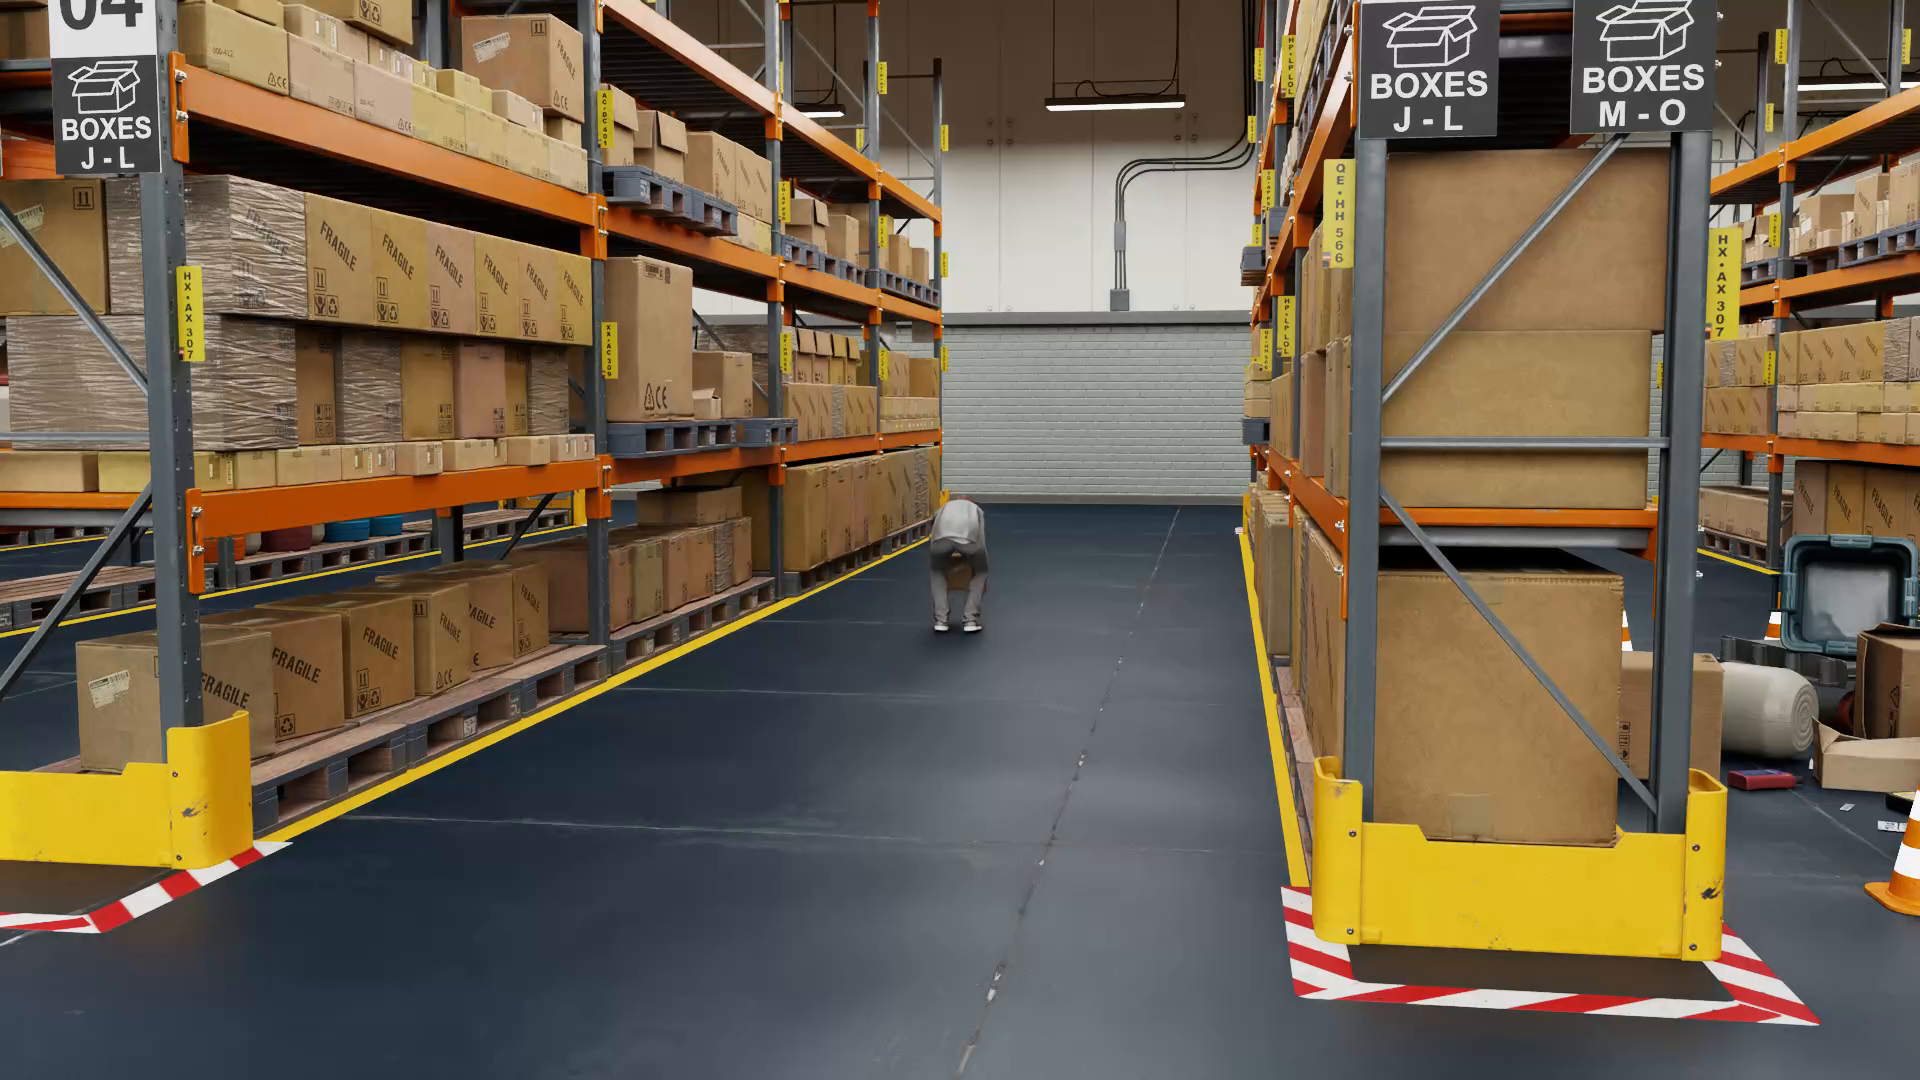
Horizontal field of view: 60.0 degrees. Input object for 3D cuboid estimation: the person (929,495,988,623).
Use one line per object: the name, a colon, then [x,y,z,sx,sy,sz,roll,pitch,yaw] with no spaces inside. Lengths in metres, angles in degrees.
person: [-0.005,0.131,12.041,0.424,0.881,0.862,0,5,6]
